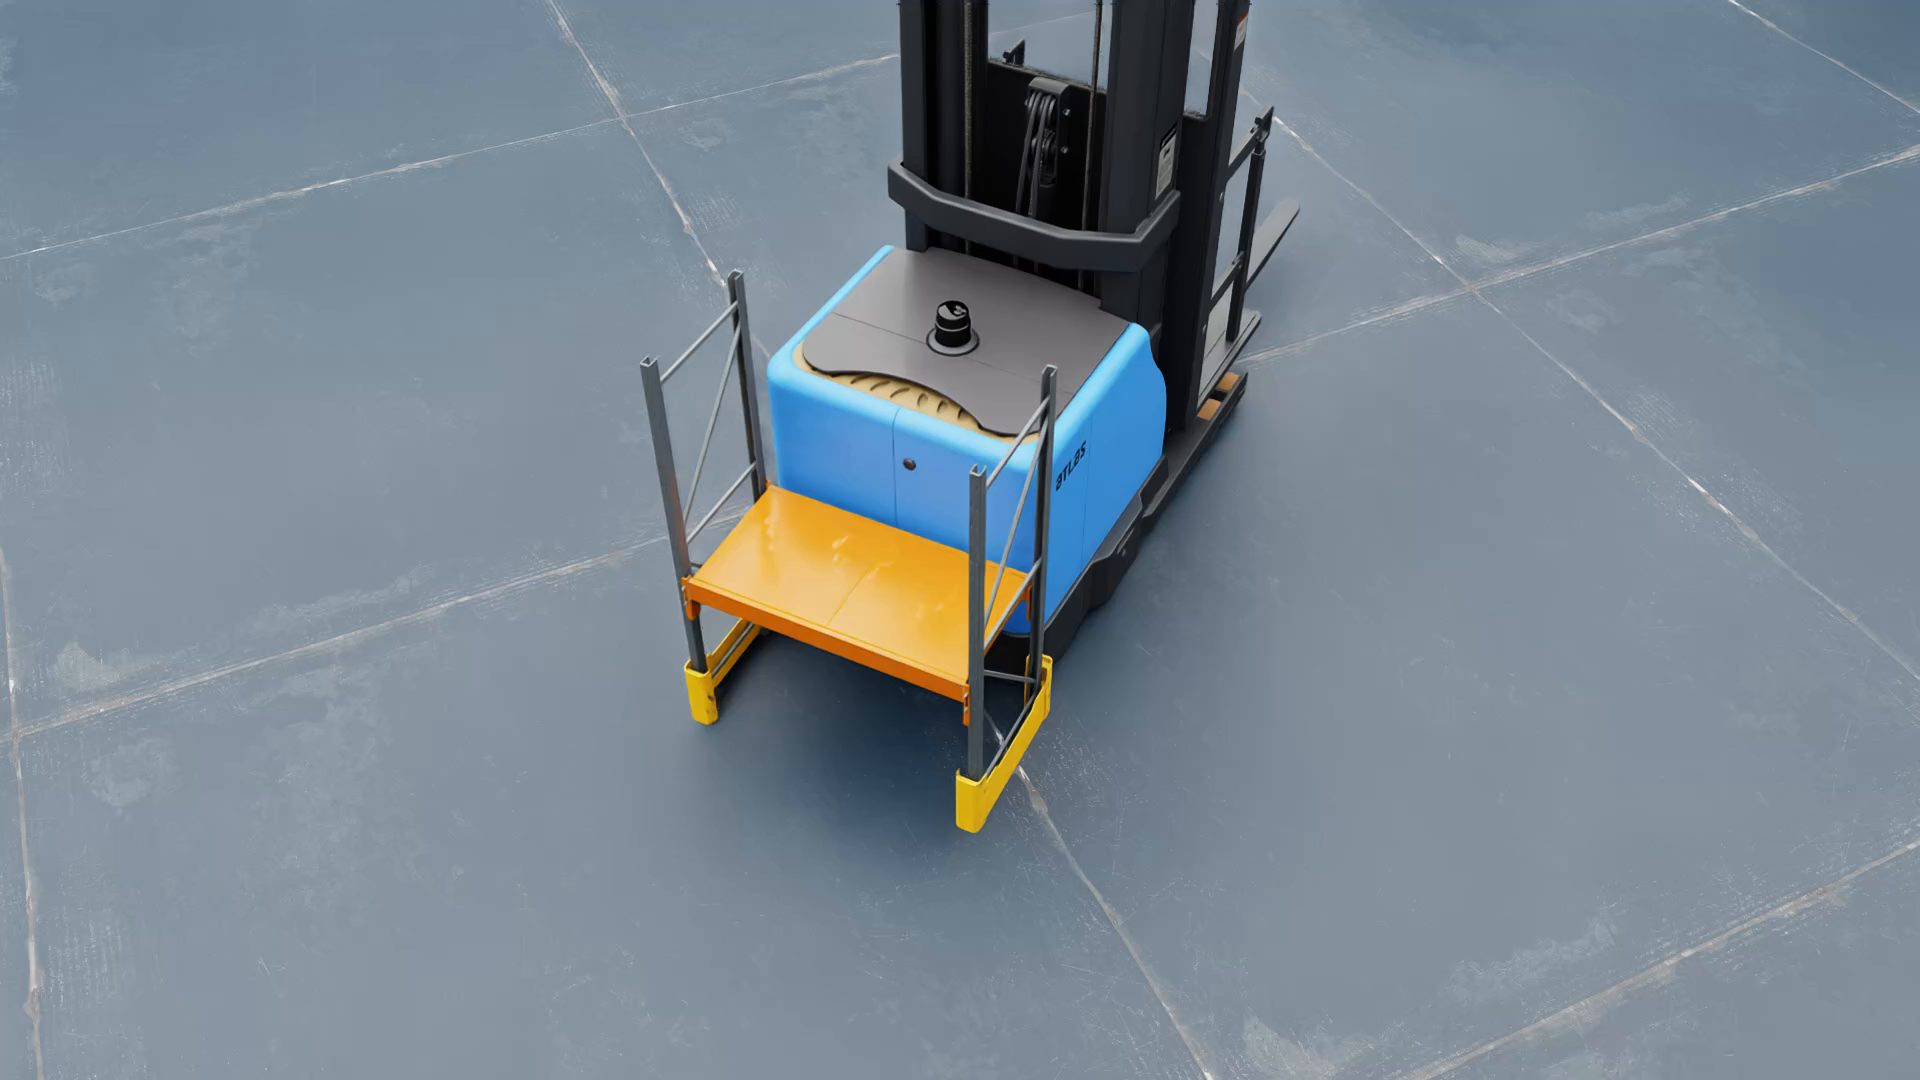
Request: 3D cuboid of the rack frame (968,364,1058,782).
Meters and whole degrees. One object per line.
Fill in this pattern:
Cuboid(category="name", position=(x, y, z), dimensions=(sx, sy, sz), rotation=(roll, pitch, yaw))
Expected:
Cuboid(category="rack frame", position=(0.147, 0.208, 4.971), dimensions=(0.032, 1.500, 0.500), rotation=(19, 48, 18))

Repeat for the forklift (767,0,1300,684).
Cuboid(category="forklift", position=(0.511, -1.585, 5.769), dimensions=(1.130, 2.935, 3.031), rotation=(21, 48, 20))

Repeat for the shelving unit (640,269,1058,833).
Cuboid(category="shelving unit", position=(-0.301, 0.053, 5.128), dimensions=(1.083, 1.500, 0.587), rotation=(19, 48, 18))

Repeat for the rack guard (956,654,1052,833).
Cuboid(category="rack guard", position=(0.146, 0.653, 5.411), dimensions=(0.087, 0.250, 0.587), rotation=(19, 48, 18))

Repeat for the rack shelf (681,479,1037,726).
Cuboid(category="rack shelf", position=(-0.309, 0.178, 5.257), dimensions=(1.000, 0.185, 0.538), rotation=(19, 48, 18))

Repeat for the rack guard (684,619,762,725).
Cuboid(category="rack guard", position=(-0.748, 0.344, 5.724), dimensions=(0.087, 0.250, 0.587), rotation=(19, 48, 18))

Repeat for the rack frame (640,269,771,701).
Cuboid(category="rack frame", position=(-0.765, -0.107, 5.291), dimensions=(0.032, 1.500, 0.500), rotation=(19, 48, 18))
